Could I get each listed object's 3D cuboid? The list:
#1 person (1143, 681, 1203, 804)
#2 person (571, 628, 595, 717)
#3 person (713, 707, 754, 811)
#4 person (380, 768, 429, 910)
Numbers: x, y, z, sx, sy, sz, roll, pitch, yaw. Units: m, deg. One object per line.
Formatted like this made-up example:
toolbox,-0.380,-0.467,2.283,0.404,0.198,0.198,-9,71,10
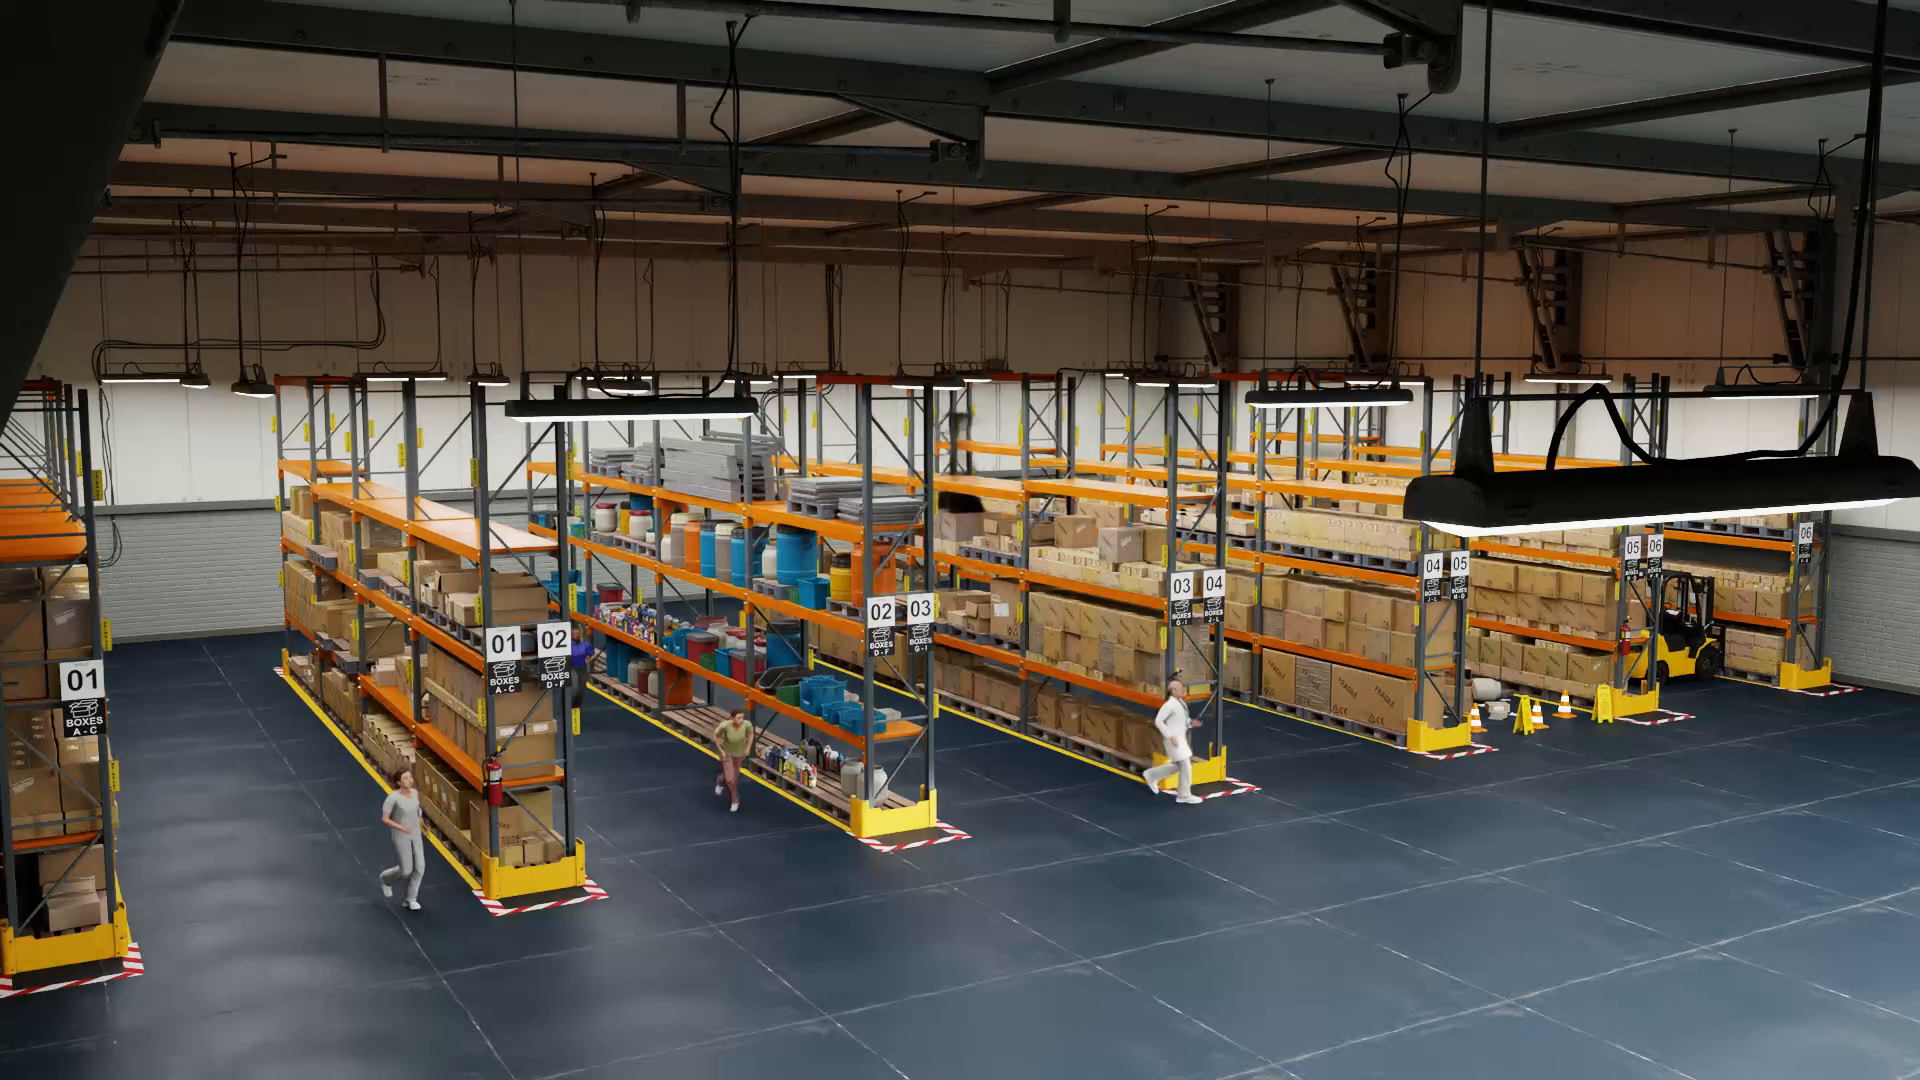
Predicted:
person,3.019,2.867,23.662,0.884,1.750,0.711,2,7,20
person,-6.639,2.357,28.946,0.570,1.691,0.722,-3,7,-25
person,-3.228,3.044,23.493,0.587,1.497,0.964,-3,7,-25
person,-6.422,3.424,19.196,0.636,1.626,0.557,4,7,33
